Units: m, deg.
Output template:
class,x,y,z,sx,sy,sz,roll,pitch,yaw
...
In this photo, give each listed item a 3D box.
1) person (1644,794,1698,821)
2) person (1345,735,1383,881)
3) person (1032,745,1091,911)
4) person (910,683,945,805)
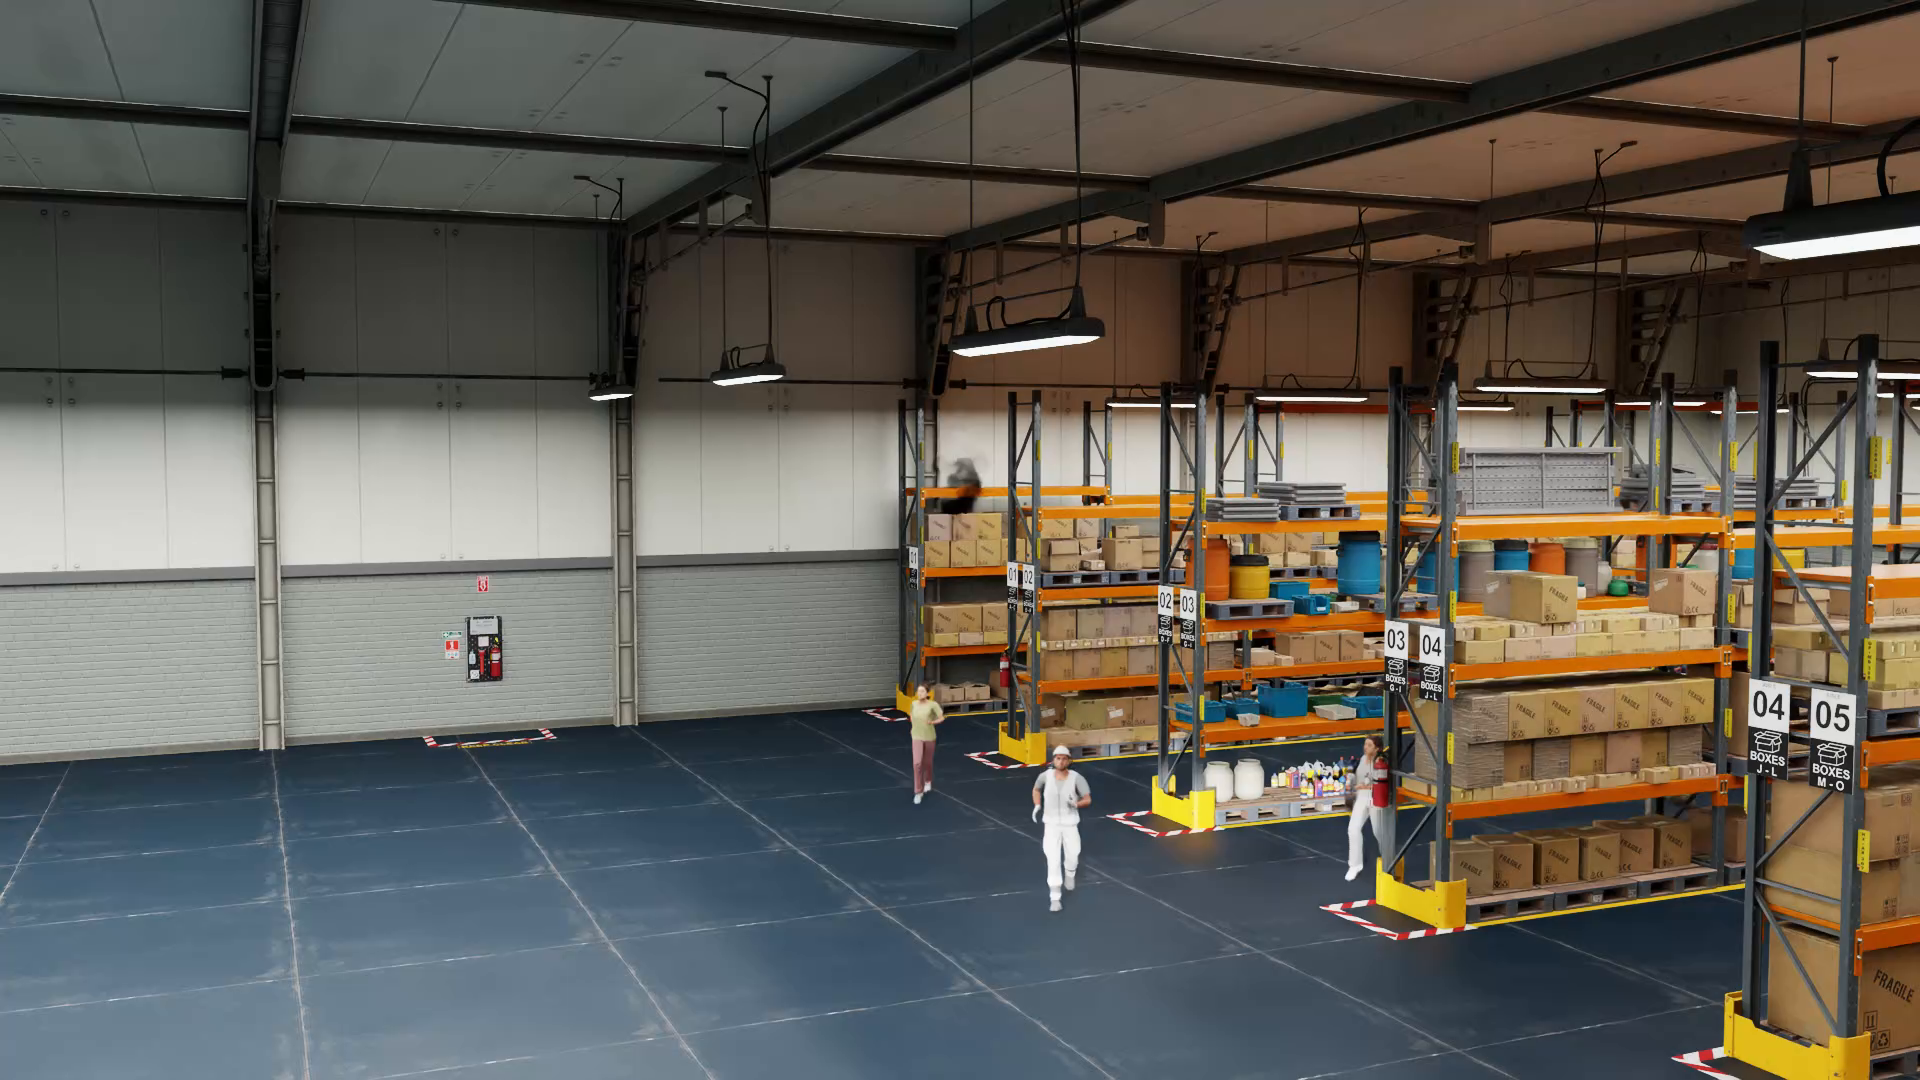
class,x,y,z,sx,sy,sz,roll,pitch,yaw
person,9.326,3.011,22.000,0.884,1.699,0.673,-2,4,-26
person,4.909,3.158,19.773,0.795,1.712,0.549,-3,4,-41
person,1.129,3.173,18.544,0.665,1.768,0.971,0,3,6
person,-0.492,2.912,24.122,0.558,1.693,0.894,1,3,10
